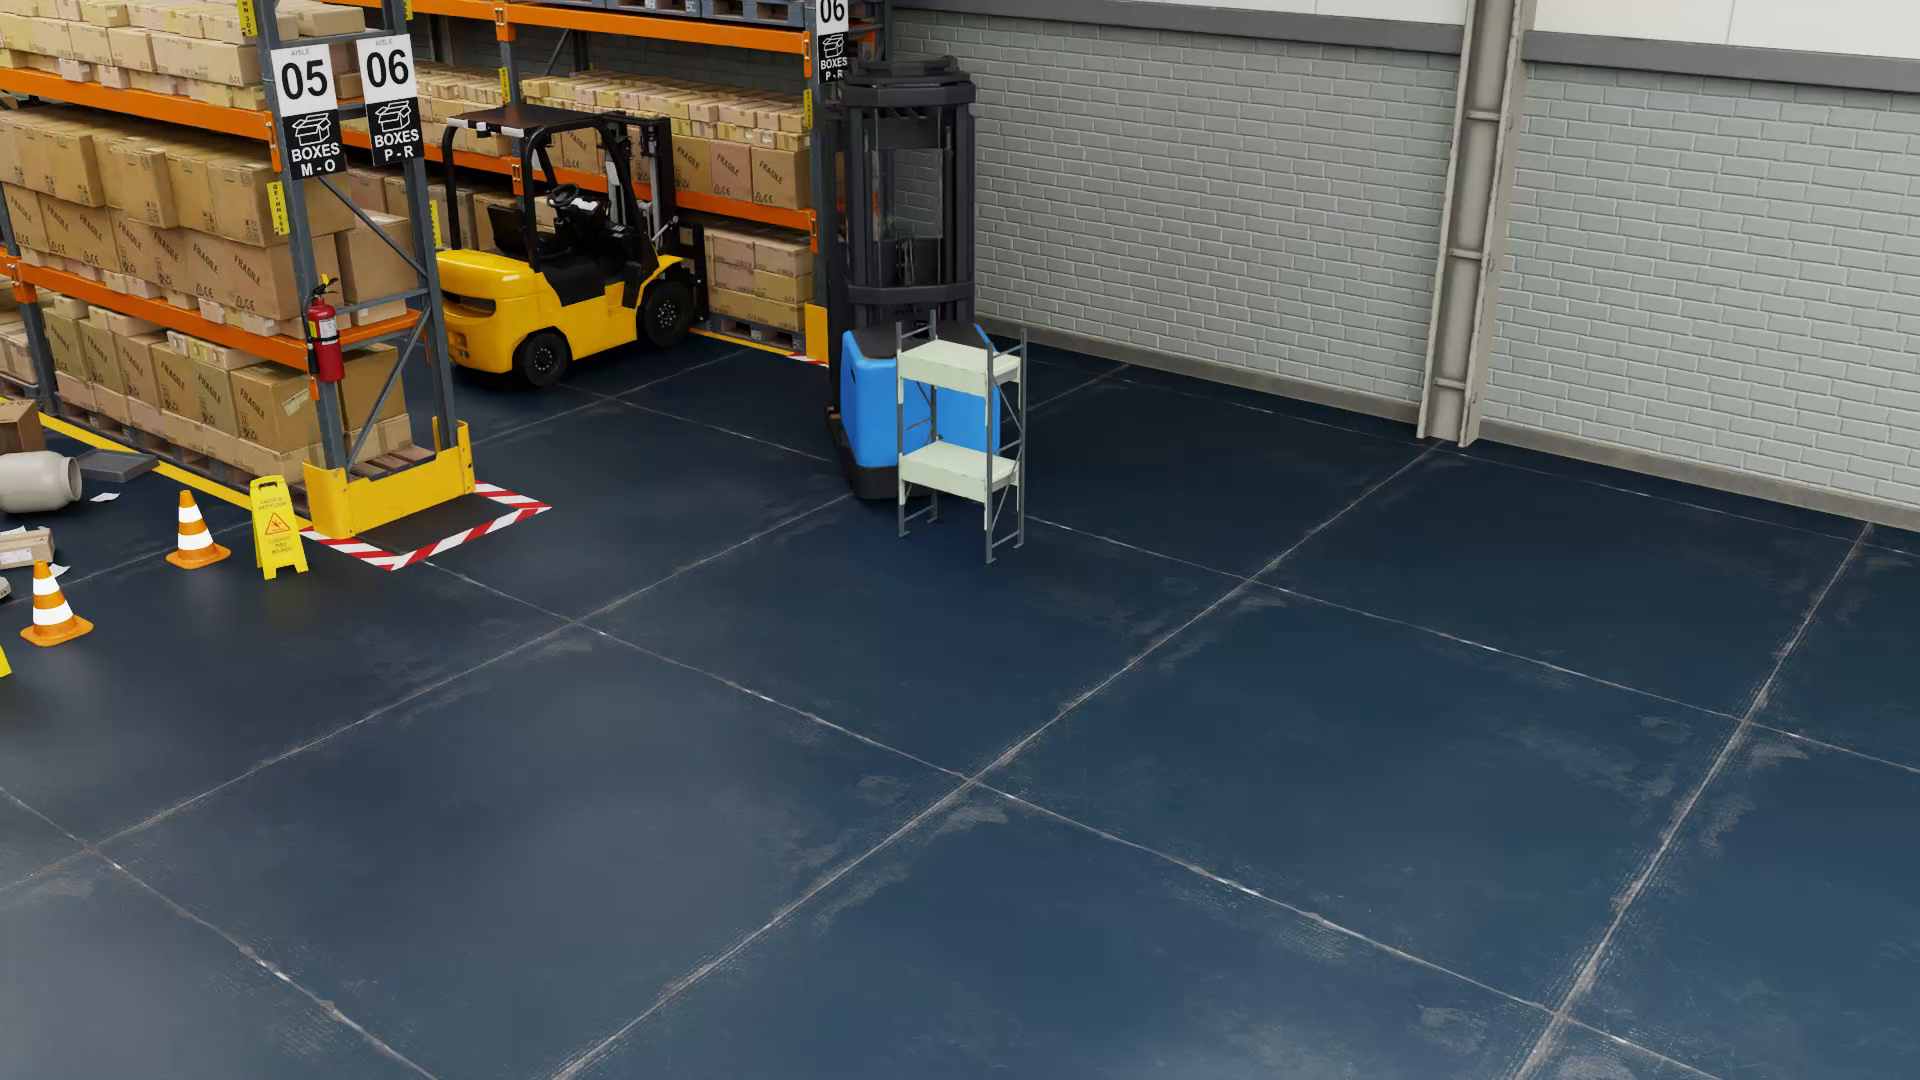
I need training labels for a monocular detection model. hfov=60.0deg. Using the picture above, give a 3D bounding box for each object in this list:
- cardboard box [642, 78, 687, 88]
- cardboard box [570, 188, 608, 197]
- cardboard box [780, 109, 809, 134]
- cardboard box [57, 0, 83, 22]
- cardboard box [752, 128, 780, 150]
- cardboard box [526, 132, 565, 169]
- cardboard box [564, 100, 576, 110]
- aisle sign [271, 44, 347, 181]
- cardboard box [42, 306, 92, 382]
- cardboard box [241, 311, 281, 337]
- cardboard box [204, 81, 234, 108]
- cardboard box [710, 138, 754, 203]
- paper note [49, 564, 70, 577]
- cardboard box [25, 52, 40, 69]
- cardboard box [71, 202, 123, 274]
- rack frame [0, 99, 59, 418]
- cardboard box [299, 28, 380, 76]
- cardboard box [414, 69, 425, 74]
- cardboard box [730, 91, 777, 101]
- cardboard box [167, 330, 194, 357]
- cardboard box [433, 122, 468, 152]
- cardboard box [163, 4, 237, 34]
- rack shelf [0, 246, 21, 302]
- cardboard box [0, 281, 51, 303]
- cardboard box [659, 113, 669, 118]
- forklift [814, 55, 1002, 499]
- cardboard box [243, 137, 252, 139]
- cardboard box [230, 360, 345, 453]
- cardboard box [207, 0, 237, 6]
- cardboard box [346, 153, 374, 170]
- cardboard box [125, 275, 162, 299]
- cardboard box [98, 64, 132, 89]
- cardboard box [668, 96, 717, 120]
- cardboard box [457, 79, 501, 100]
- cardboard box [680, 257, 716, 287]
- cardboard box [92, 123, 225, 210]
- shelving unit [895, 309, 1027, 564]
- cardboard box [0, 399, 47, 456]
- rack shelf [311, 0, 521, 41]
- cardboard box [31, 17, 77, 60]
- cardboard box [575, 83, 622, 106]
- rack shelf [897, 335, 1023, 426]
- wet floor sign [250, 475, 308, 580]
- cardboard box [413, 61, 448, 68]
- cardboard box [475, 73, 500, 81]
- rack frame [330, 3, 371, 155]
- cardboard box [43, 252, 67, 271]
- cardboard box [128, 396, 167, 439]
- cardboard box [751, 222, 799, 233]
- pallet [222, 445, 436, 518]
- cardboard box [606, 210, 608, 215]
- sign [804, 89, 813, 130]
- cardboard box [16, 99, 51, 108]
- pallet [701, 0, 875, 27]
[{"bbox_3d":[-2.879,-4.401,16.220,0.250,0.149,0.380,16,29,32],"label":"cardboard box"},{"bbox_3d":[-3.635,-3.480,17.077,0.500,0.250,0.500,17,29,34],"label":"cardboard box"},{"bbox_3d":[-1.357,-3.675,14.573,0.250,0.149,0.380,17,29,33],"label":"cardboard box"},{"bbox_3d":[-5.988,-3.687,11.499,0.250,0.149,0.380,16,29,33],"label":"cardboard box"},{"bbox_3d":[-1.612,-3.566,14.695,0.250,0.149,0.380,17,29,34],"label":"cardboard box"},{"bbox_3d":[-3.947,-3.999,16.483,0.500,0.500,0.500,16,28,32],"label":"cardboard box"},{"bbox_3d":[-3.614,-4.210,16.155,0.250,0.149,0.380,17,29,33],"label":"cardboard box"},{"bbox_3d":[-4.043,-2.656,10.335,0.004,0.787,0.394,17,29,33],"label":"aisle sign"},{"bbox_3d":[-6.809,-1.590,13.098,0.500,0.500,0.500,18,30,36],"label":"cardboard box"},{"bbox_3d":[-4.615,-1.507,11.262,0.250,0.149,0.380,16,29,33],"label":"cardboard box"},{"bbox_3d":[-4.590,-2.879,10.655,0.250,0.149,0.380,17,29,34],"label":"cardboard box"},{"bbox_3d":[-1.905,-3.386,15.091,0.500,0.500,0.500,18,29,35],"label":"cardboard box"},{"bbox_3d":[-5.868,0.197,10.765,0.142,0.019,0.148,7,25,15],"label":"paper note"},{"bbox_3d":[-6.576,-3.540,12.156,0.250,0.149,0.380,17,29,33],"label":"cardboard box"},{"bbox_3d":[-6.124,-2.289,12.231,0.500,0.500,0.500,17,29,33],"label":"cardboard box"},{"bbox_3d":[-7.119,-2.543,13.301,0.127,3.000,1.000,17,29,33],"label":"rack frame"},{"bbox_3d":[-4.161,-3.223,10.942,0.500,0.250,0.500,16,29,32],"label":"cardboard box"},{"bbox_3d":[-5.962,-4.942,17.819,0.250,0.149,0.380,17,29,33],"label":"cardboard box"},{"bbox_3d":[-1.909,-4.060,15.448,0.250,0.149,0.380,18,29,35],"label":"cardboard box"},{"bbox_3d":[-5.459,-1.452,11.980,0.250,0.149,0.380,18,30,35],"label":"cardboard box"},{"bbox_3d":[-5.111,-4.234,17.325,0.500,0.250,0.500,17,29,33],"label":"cardboard box"},{"bbox_3d":[-4.937,-3.393,10.833,0.250,0.149,0.380,17,29,34],"label":"cardboard box"},{"bbox_3d":[-8.719,-2.697,14.543,4.000,0.370,1.077,17,29,33],"label":"rack shelf"},{"bbox_3d":[-8.675,-1.999,14.804,0.625,0.372,0.950,18,29,35],"label":"cardboard box"},{"bbox_3d":[-2.577,-3.906,15.465,0.250,0.149,0.380,17,29,33],"label":"cardboard box"},{"bbox_3d":[-0.480,-2.192,12.590,1.130,2.935,3.031,-4,24,-10],"label":"forklift"},{"bbox_3d":[-8.698,-4.768,20.125,0.250,0.149,0.380,16,29,33],"label":"cardboard box"},{"bbox_3d":[-4.716,-0.962,11.673,0.500,0.500,0.500,17,29,34],"label":"cardboard box"},{"bbox_3d":[-4.866,-3.600,11.302,0.250,0.149,0.380,17,29,33],"label":"cardboard box"},{"bbox_3d":[-6.855,-4.063,19.175,0.625,0.625,0.875,18,29,35],"label":"cardboard box"},{"bbox_3d":[-5.823,-1.884,12.117,0.250,0.149,0.380,17,29,33],"label":"cardboard box"},{"bbox_3d":[-5.627,-3.186,11.352,0.250,0.149,0.380,16,29,33],"label":"cardboard box"},{"bbox_3d":[-2.439,-3.951,15.200,0.250,0.149,0.380,17,29,34],"label":"cardboard box"},{"bbox_3d":[-4.933,-4.631,17.113,0.250,0.149,0.380,17,29,33],"label":"cardboard box"},{"bbox_3d":[-2.342,-2.600,15.700,0.500,0.250,0.500,16,28,32],"label":"cardboard box"},{"bbox_3d":[-5.644,-2.648,11.807,0.500,0.500,0.700,17,29,33],"label":"cardboard box"},{"bbox_3d":[0.005,-0.685,10.944,0.755,1.500,0.431,17,29,33],"label":"shelving unit"},{"bbox_3d":[-7.078,-0.702,12.220,0.500,0.500,0.500,-5,24,-12],"label":"cardboard box"},{"bbox_3d":[-5.745,-5.672,17.575,4.000,0.370,1.077,17,29,33],"label":"rack shelf"},{"bbox_3d":[-6.120,-3.541,11.663,0.500,0.250,0.500,17,29,34],"label":"cardboard box"},{"bbox_3d":[-3.451,-4.263,15.907,0.250,0.149,0.380,18,29,34],"label":"cardboard box"},{"bbox_3d":[0.005,-1.042,10.787,0.720,0.370,0.431,17,29,33],"label":"rack shelf"},{"bbox_3d":[-4.408,-0.107,10.692,0.267,0.644,0.232,-15,28,-30],"label":"wet floor sign"},{"bbox_3d":[-5.867,-5.173,18.343,0.250,0.149,0.380,16,29,32],"label":"cardboard box"},{"bbox_3d":[-4.897,-4.839,17.585,0.250,0.149,0.380,16,29,33],"label":"cardboard box"},{"bbox_3d":[-7.346,-5.112,19.133,0.127,3.000,1.000,17,29,33],"label":"rack frame"},{"bbox_3d":[-6.826,-2.204,12.843,0.250,0.149,0.380,18,29,35],"label":"cardboard box"},{"bbox_3d":[-5.949,-0.994,12.675,0.500,0.250,0.500,16,29,33],"label":"cardboard box"},{"bbox_3d":[-1.617,-2.866,15.684,0.500,0.250,0.500,17,29,33],"label":"cardboard box"},{"bbox_3d":[-4.608,-0.526,12.181,1.213,0.211,1.003,17,29,33],"label":"pallet"},{"bbox_3d":[-3.138,-3.075,16.158,0.500,0.250,0.500,18,29,35],"label":"cardboard box"},{"bbox_3d":[-1.281,-3.644,14.071,0.005,0.325,0.100,17,29,33],"label":"sign"},{"bbox_3d":[-13.315,-5.918,23.537,0.637,0.503,0.797,16,28,31],"label":"cardboard box"},{"bbox_3d":[-1.494,-4.689,14.562,1.213,0.211,1.003,17,29,33],"label":"pallet"}]
